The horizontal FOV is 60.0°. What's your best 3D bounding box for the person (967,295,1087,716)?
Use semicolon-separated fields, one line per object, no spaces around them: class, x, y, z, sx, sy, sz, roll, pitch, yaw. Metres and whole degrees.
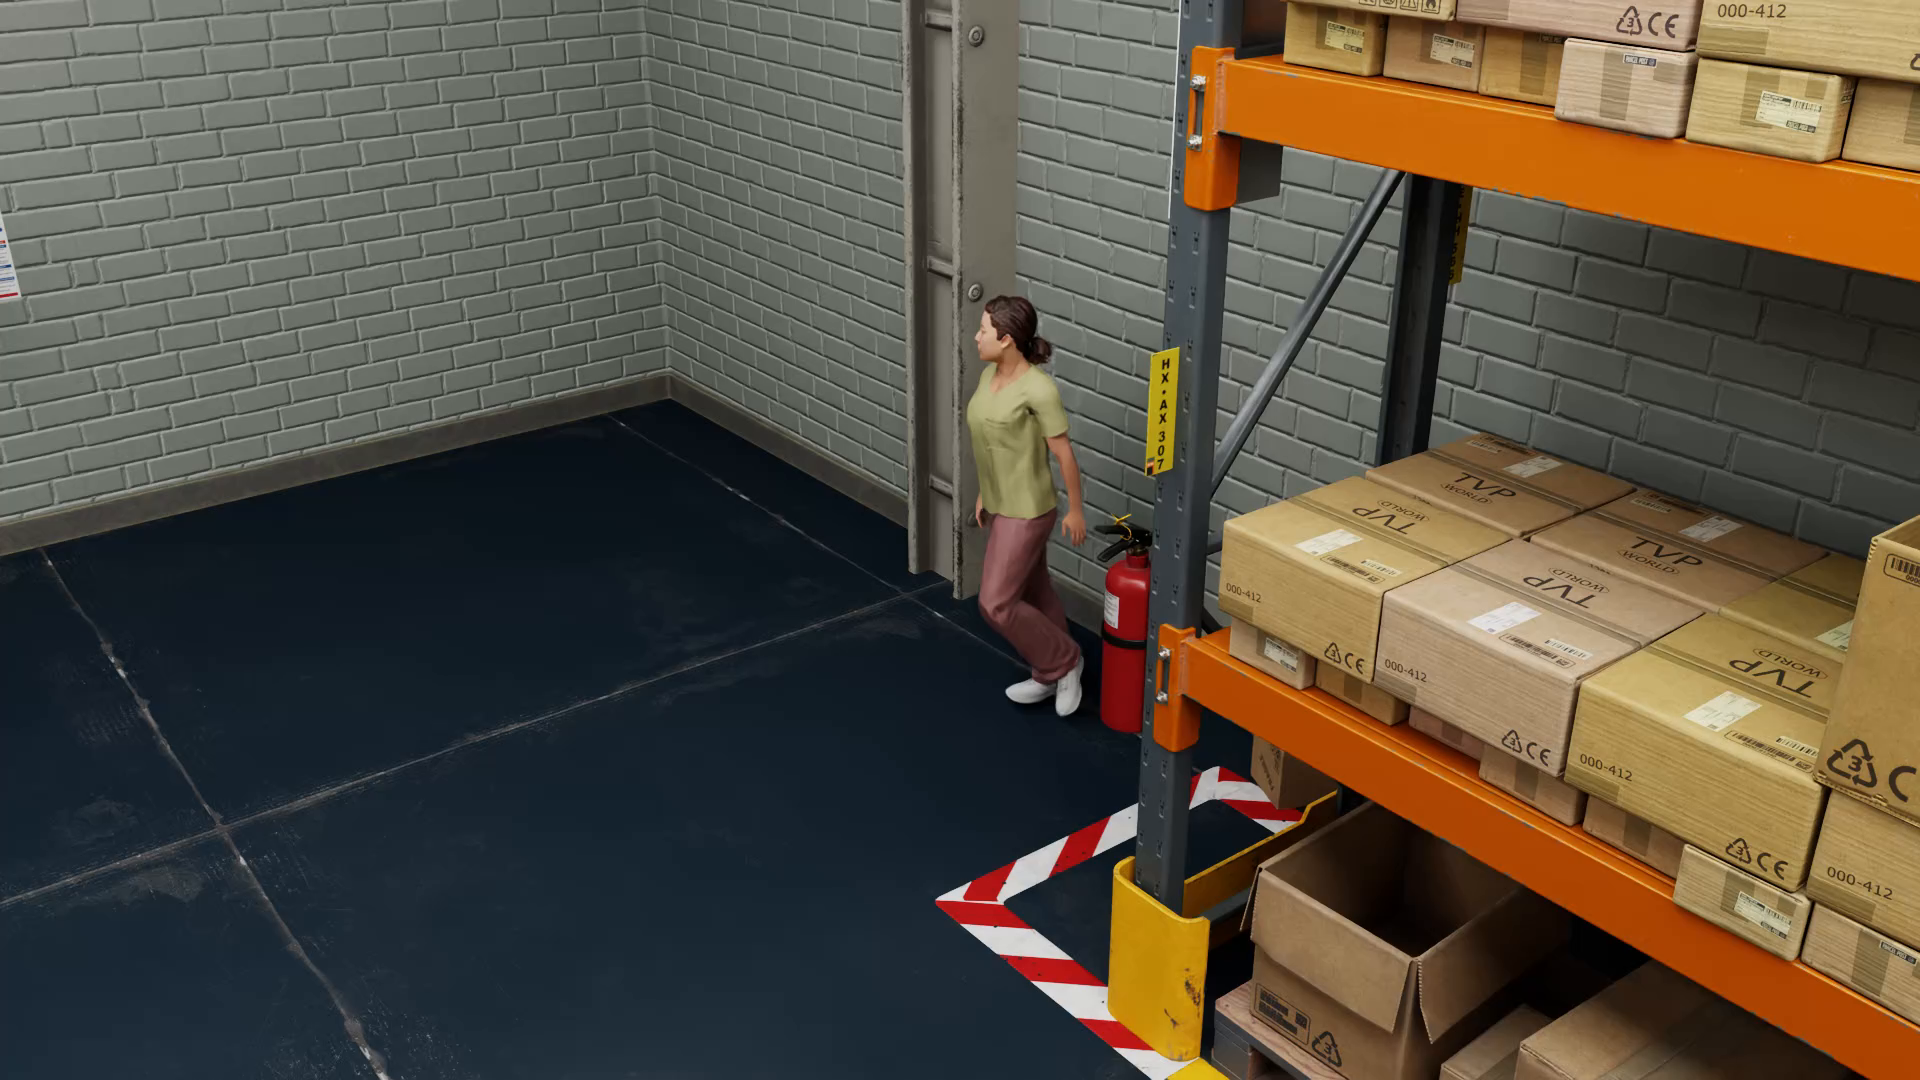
person;0.247;-0.110;6.310;0.483;1.649;0.580;-10;27;-21
